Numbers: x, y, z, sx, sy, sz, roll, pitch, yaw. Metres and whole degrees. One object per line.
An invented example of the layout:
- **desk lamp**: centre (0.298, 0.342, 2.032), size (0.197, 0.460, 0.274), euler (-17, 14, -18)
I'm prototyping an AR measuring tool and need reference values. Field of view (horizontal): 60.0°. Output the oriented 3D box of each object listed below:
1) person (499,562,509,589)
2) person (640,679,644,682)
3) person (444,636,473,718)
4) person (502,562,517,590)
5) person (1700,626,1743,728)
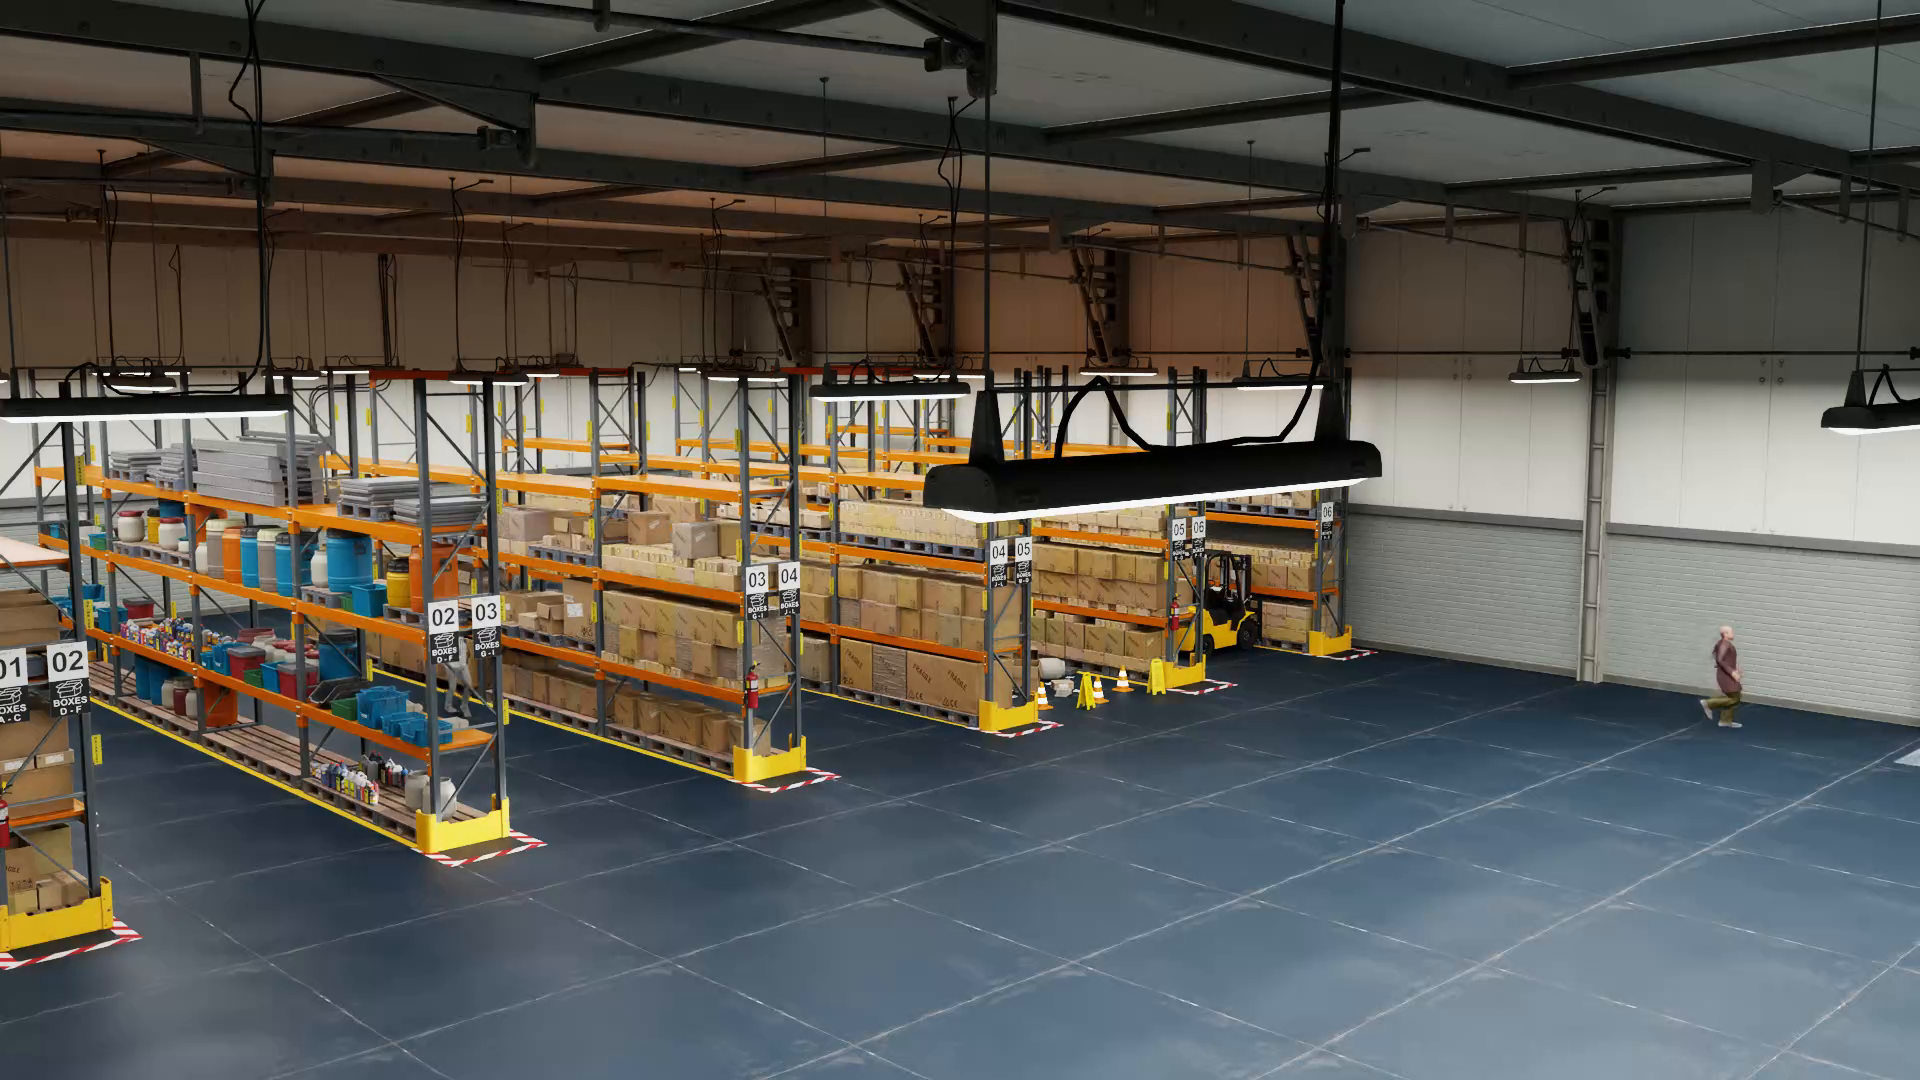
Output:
- **person**: centre (-10.306, 1.316, 37.089), size (0.362, 1.716, 0.528), euler (-5, 8, -40)
- **person**: centre (-5.949, 1.921, 31.932), size (0.594, 1.619, 0.599), euler (6, 9, 42)
- **person**: centre (-8.739, 2.244, 28.899), size (0.726, 1.740, 0.590), euler (6, 9, 41)
- **person**: centre (-10.923, 0.945, 40.509), size (0.600, 1.631, 0.769), euler (5, 8, 39)
- **person**: centre (12.902, 2.306, 28.123), size (0.674, 1.732, 0.709), euler (3, 7, 21)
